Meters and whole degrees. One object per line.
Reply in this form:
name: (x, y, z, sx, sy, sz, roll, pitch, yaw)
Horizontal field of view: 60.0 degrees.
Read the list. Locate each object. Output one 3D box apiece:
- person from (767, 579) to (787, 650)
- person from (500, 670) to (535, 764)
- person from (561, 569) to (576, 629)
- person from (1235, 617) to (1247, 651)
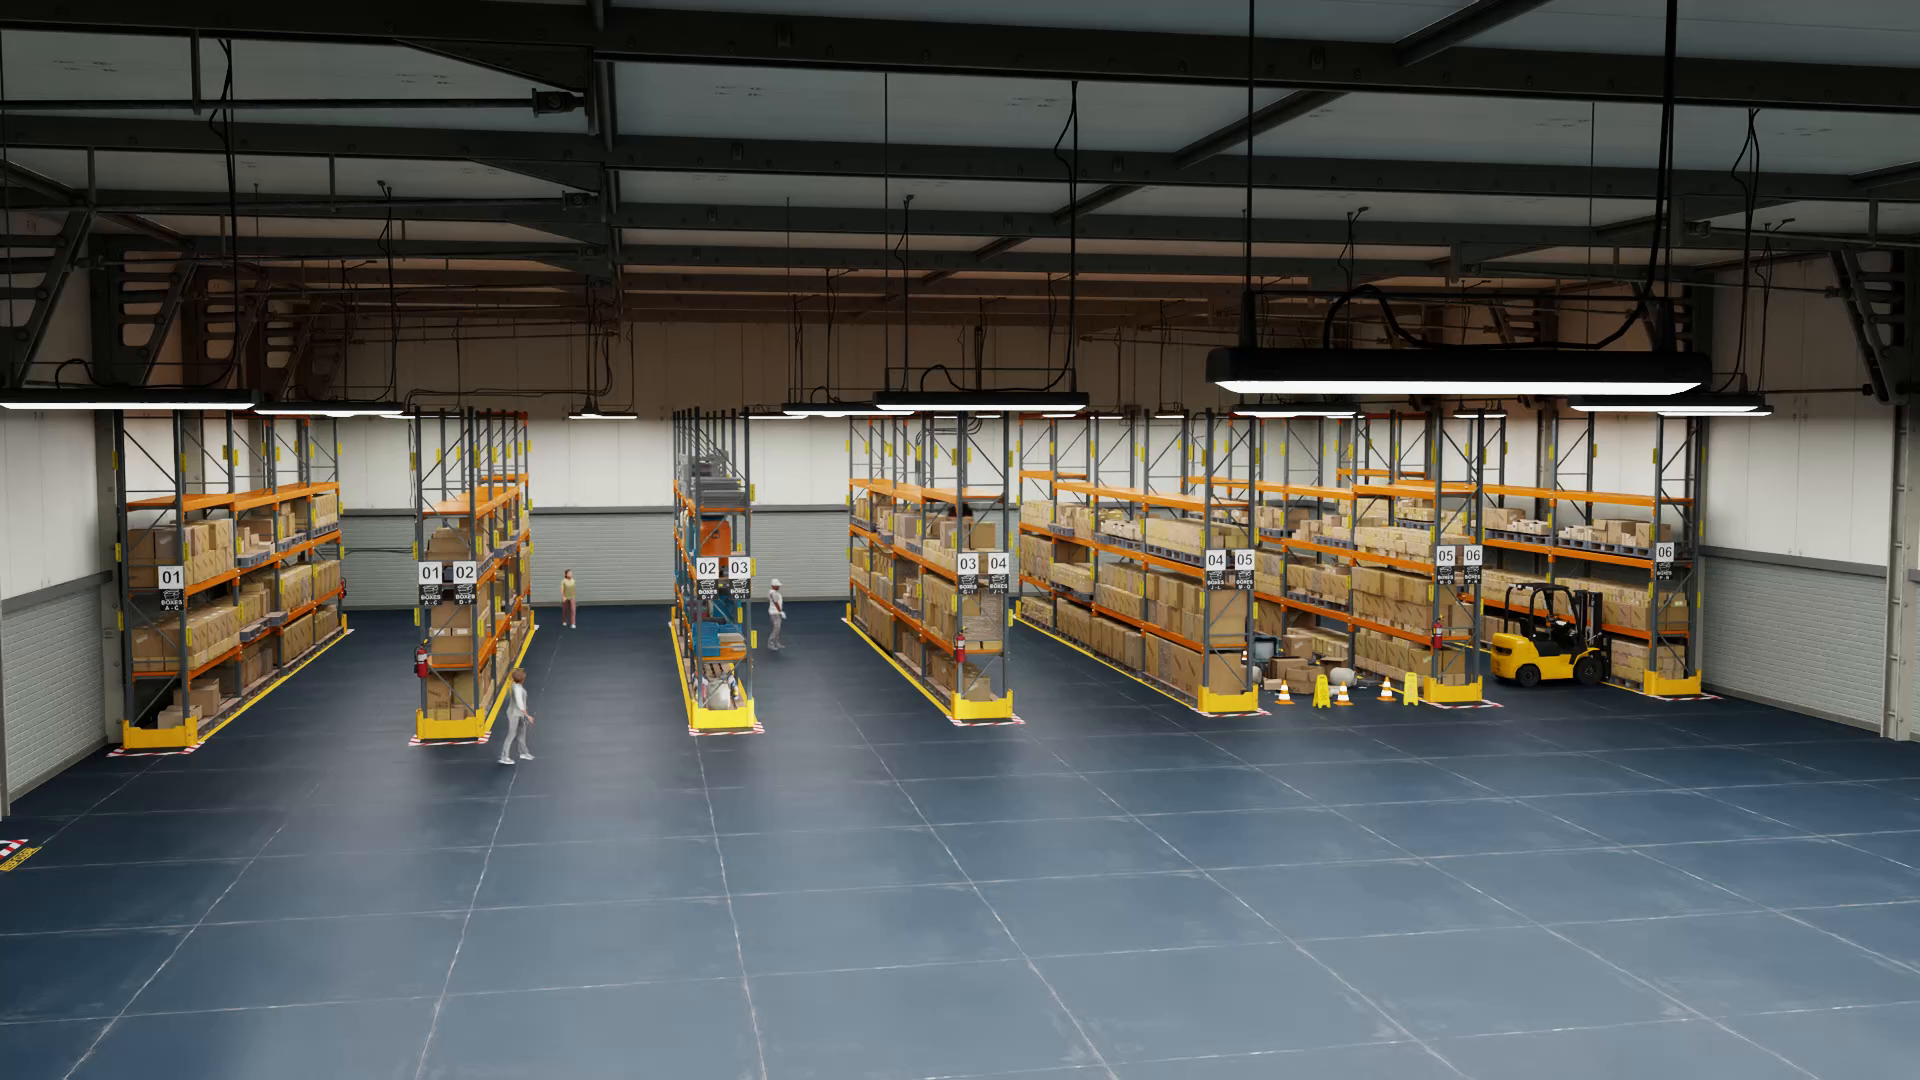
person: (-4.604, 1.860, 41.629, 0.501, 1.793, 0.580, -1, 4, -9)
person: (-7.444, 2.966, 27.971, 0.572, 1.611, 0.561, -1, 4, -10)
person: (-10.851, 1.630, 46.135, 0.452, 1.626, 0.970, -2, 4, -23)
person: (7.002, 1.948, 41.588, 0.376, 1.653, 0.519, 1, 4, 9)
